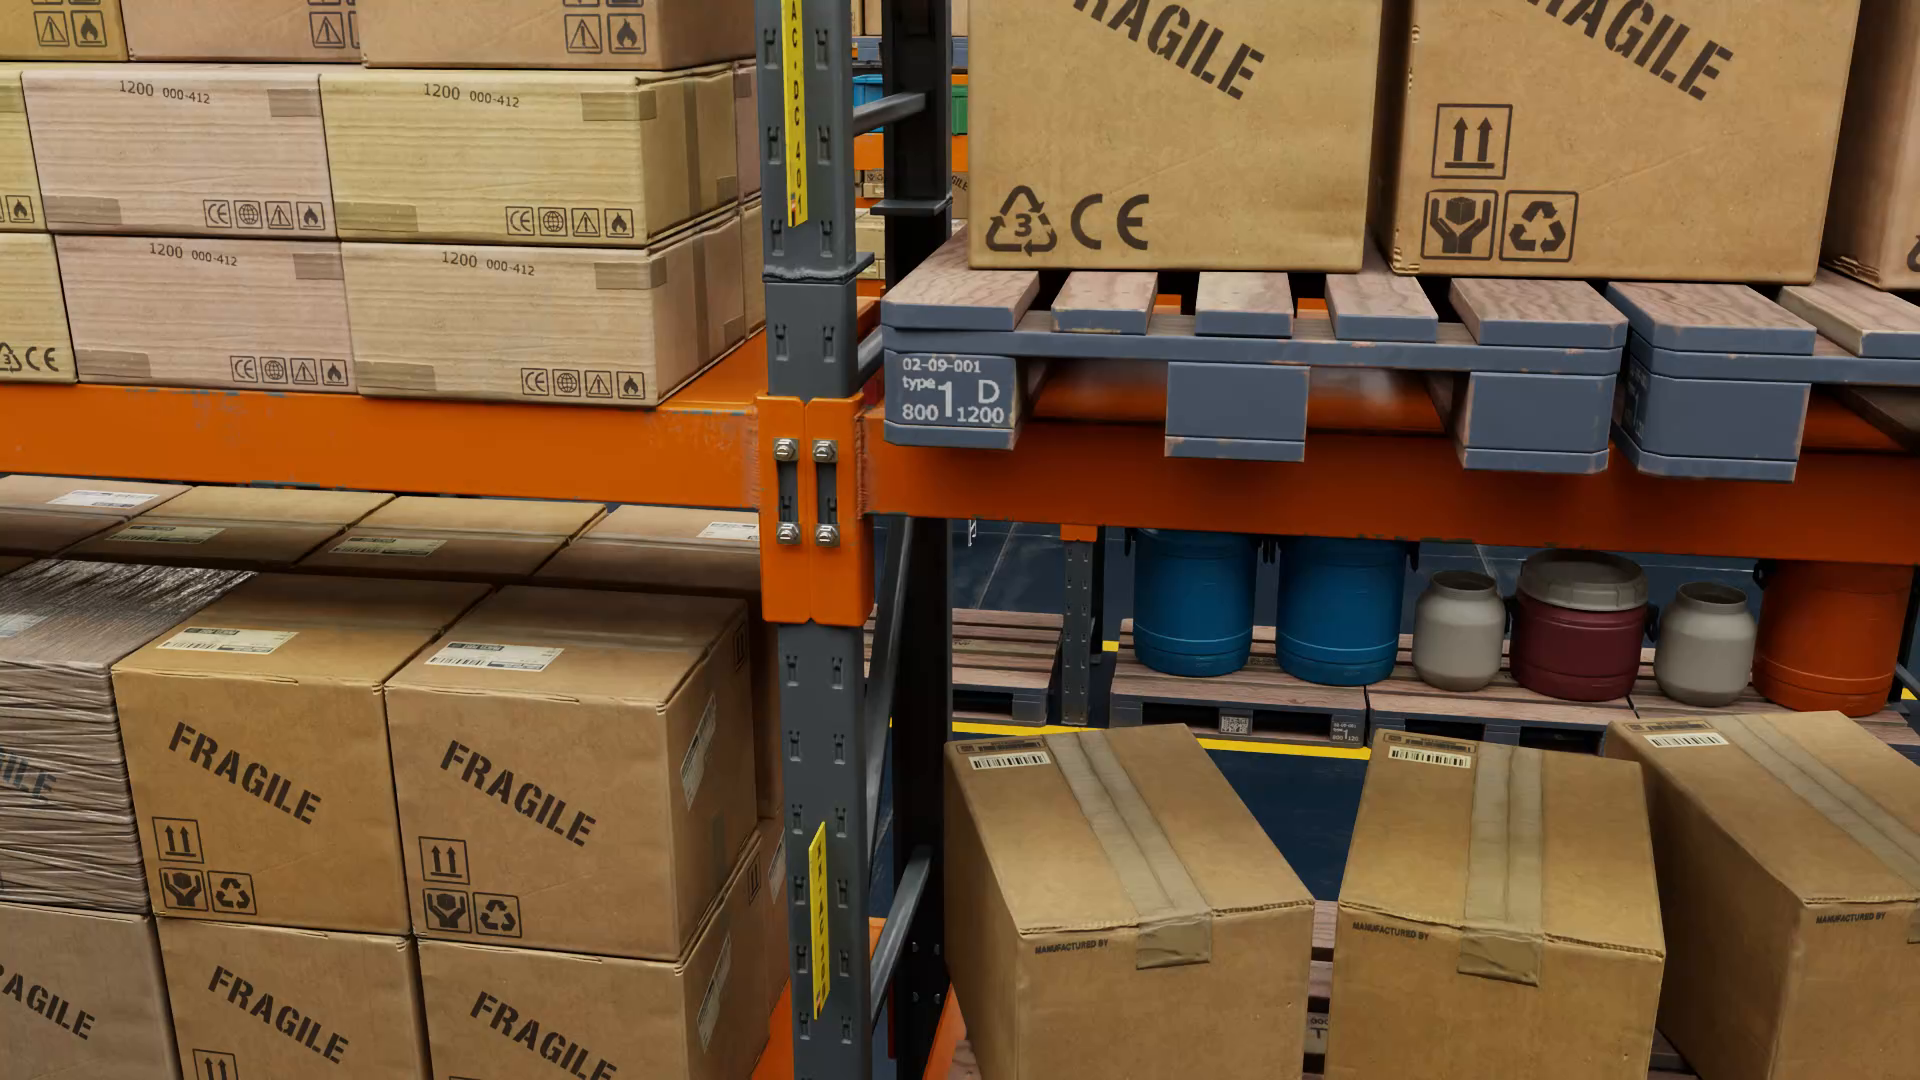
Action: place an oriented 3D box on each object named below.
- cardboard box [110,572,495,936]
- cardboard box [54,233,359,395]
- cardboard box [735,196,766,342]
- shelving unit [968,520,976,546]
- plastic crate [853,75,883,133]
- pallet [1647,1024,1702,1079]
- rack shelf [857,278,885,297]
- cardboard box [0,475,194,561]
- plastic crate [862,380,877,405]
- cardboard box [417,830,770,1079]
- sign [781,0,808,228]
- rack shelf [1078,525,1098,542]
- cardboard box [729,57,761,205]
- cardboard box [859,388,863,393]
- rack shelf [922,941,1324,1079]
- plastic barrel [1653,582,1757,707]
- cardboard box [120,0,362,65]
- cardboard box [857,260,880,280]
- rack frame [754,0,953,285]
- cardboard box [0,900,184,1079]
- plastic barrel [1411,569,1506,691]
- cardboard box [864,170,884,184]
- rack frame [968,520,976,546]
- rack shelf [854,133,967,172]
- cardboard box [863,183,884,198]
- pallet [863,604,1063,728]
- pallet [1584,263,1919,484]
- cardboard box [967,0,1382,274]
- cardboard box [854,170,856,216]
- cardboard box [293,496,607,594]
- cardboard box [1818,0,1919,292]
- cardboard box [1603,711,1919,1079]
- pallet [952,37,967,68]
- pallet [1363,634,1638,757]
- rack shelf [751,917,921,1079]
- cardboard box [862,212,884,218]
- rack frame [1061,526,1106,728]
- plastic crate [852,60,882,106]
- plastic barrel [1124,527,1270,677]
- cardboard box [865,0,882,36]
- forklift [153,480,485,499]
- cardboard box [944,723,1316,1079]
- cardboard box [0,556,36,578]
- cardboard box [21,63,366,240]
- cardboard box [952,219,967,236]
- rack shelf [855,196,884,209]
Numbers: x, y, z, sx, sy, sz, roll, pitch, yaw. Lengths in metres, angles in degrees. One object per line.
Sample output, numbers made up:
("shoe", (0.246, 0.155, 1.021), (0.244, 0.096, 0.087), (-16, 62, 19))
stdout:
("cardboard box", (-1.203, 0.390, 3.178), (0.500, 0.500, 0.500), (3, 19, 8))
("cardboard box", (-1.171, -0.440, 2.901), (0.500, 0.250, 0.500), (3, 19, 9))
("cardboard box", (-0.598, -0.573, 3.297), (0.500, 0.250, 0.500), (3, 19, 9))
("shelving unit", (-0.163, -0.577, 10.638), (0.503, 1.200, 0.258), (3, 19, 9))
("plastic crate", (-0.317, -1.960, 7.470), (0.300, 0.233, 0.416), (3, 19, 9))
("pallet", (1.872, 1.076, 3.161), (1.213, 0.211, 1.003), (3, 19, 9))
("rack shelf", (-0.556, -1.982, 13.134), (4.000, 0.370, 1.077), (3, 19, 9))
("cardboard box", (-2.104, 0.170, 3.836), (0.500, 0.500, 0.500), (4, 19, 10))
("plastic crate", (-0.209, -0.853, 8.431), (0.583, 0.464, 0.402), (3, 19, 9))
("cardboard box", (-0.691, 0.888, 3.263), (0.500, 0.500, 0.500), (3, 19, 10))
("sign", (-0.235, -0.617, 2.377), (0.005, 0.325, 0.100), (3, 19, 9))
("rack shelf", (2.607, -0.229, 7.895), (4.000, 0.370, 1.077), (3, 19, 9))
("cardboard box", (-0.597, -0.810, 3.218), (0.500, 0.250, 0.500), (3, 19, 9))
("cardboard box", (-0.988, -1.563, 13.433), (0.875, 0.875, 0.875), (3, 19, 9))
("rack shelf", (1.818, 1.322, 3.257), (4.000, 0.370, 1.077), (3, 19, 9))
("plastic barrel", (3.525, 0.491, 7.867), (0.421, 0.512, 0.421), (0, 18, 0))
("cardboard box", (-1.114, -1.146, 3.039), (0.500, 0.500, 0.700), (3, 19, 9))
("cardboard box", (-0.714, -2.107, 12.768), (0.250, 0.149, 0.380), (2, 19, 7))
("rack frame", (-0.157, -1.964, 2.492), (0.127, 3.000, 1.000), (3, 19, 9))
("cardboard box", (-1.708, 0.838, 3.414), (0.500, 0.500, 0.500), (3, 19, 10))
("plastic barrel", (2.410, 0.434, 8.037), (0.421, 0.512, 0.421), (0, 18, 0))
("cardboard box", (-0.713, -4.033, 17.504), (0.500, 0.500, 0.500), (3, 19, 9))
("rack frame", (0.077, -0.565, 10.601), (0.015, 1.200, 0.240), (3, 19, 9))
("rack shelf", (-1.342, -1.853, 8.020), (4.000, 0.370, 1.077), (3, 19, 9))
("cardboard box", (-0.862, -3.705, 17.544), (0.250, 0.149, 0.380), (2, 19, 7))
("pallet", (-0.100, 0.626, 8.598), (1.213, 0.211, 1.003), (3, 19, 9))
("pallet", (1.500, -0.347, 2.681), (1.003, 0.211, 1.213), (3, 19, 9))
("cardboard box", (0.329, -0.787, 2.725), (0.600, 0.600, 0.600), (1, 19, 3))
("cardboard box", (-1.094, -2.692, 12.706), (0.500, 0.500, 0.500), (2, 19, 7))
("cardboard box", (-1.087, 0.221, 3.681), (0.500, 0.500, 0.500), (2, 19, 7))
("cardboard box", (1.646, -0.721, 2.527), (0.600, 0.600, 0.600), (2, 19, 6))
("cardboard box", (1.597, 0.704, 3.154), (0.500, 0.500, 0.700), (-2, 19, -5))
("pallet", (0.612, -3.648, 12.390), (1.213, 0.211, 1.003), (3, 19, 9))
("pallet", (2.596, 0.764, 8.187), (1.213, 0.211, 1.003), (3, 19, 9))
("rack shelf", (-2.131, 1.121, 3.859), (4.000, 0.370, 1.077), (3, 19, 9))
("cardboard box", (-0.492, -2.477, 13.245), (0.500, 0.250, 0.500), (3, 19, 9))
("rack frame", (0.633, -0.671, 8.081), (0.127, 3.000, 1.000), (3, 19, 9))
("plastic crate", (-0.550, -2.180, 8.070), (0.590, 0.269, 0.497), (3, 19, 9))
("plastic barrel", (1.167, 0.158, 8.250), (0.708, 0.901, 0.600), (3, 19, 9))
("cardboard box", (-0.388, -4.059, 12.503), (0.500, 0.500, 0.700), (4, 19, 11))
("forklift", (-2.126, 0.136, 5.778), (1.130, 2.935, 3.031), (-10, 21, -28))
("cardboard box", (0.275, 0.728, 3.081), (0.500, 0.500, 0.700), (-3, 19, -10))
("cardboard box", (-2.198, 0.339, 3.331), (0.500, 0.500, 0.500), (3, 19, 8))
("cardboard box", (-1.173, -0.673, 2.810), (0.500, 0.250, 0.500), (3, 19, 9))
("cardboard box", (-0.075, -2.284, 12.668), (0.500, 0.250, 0.500), (3, 19, 10))
("rack shelf", (0.330, -3.531, 17.763), (4.000, 0.370, 1.077), (3, 19, 9))
